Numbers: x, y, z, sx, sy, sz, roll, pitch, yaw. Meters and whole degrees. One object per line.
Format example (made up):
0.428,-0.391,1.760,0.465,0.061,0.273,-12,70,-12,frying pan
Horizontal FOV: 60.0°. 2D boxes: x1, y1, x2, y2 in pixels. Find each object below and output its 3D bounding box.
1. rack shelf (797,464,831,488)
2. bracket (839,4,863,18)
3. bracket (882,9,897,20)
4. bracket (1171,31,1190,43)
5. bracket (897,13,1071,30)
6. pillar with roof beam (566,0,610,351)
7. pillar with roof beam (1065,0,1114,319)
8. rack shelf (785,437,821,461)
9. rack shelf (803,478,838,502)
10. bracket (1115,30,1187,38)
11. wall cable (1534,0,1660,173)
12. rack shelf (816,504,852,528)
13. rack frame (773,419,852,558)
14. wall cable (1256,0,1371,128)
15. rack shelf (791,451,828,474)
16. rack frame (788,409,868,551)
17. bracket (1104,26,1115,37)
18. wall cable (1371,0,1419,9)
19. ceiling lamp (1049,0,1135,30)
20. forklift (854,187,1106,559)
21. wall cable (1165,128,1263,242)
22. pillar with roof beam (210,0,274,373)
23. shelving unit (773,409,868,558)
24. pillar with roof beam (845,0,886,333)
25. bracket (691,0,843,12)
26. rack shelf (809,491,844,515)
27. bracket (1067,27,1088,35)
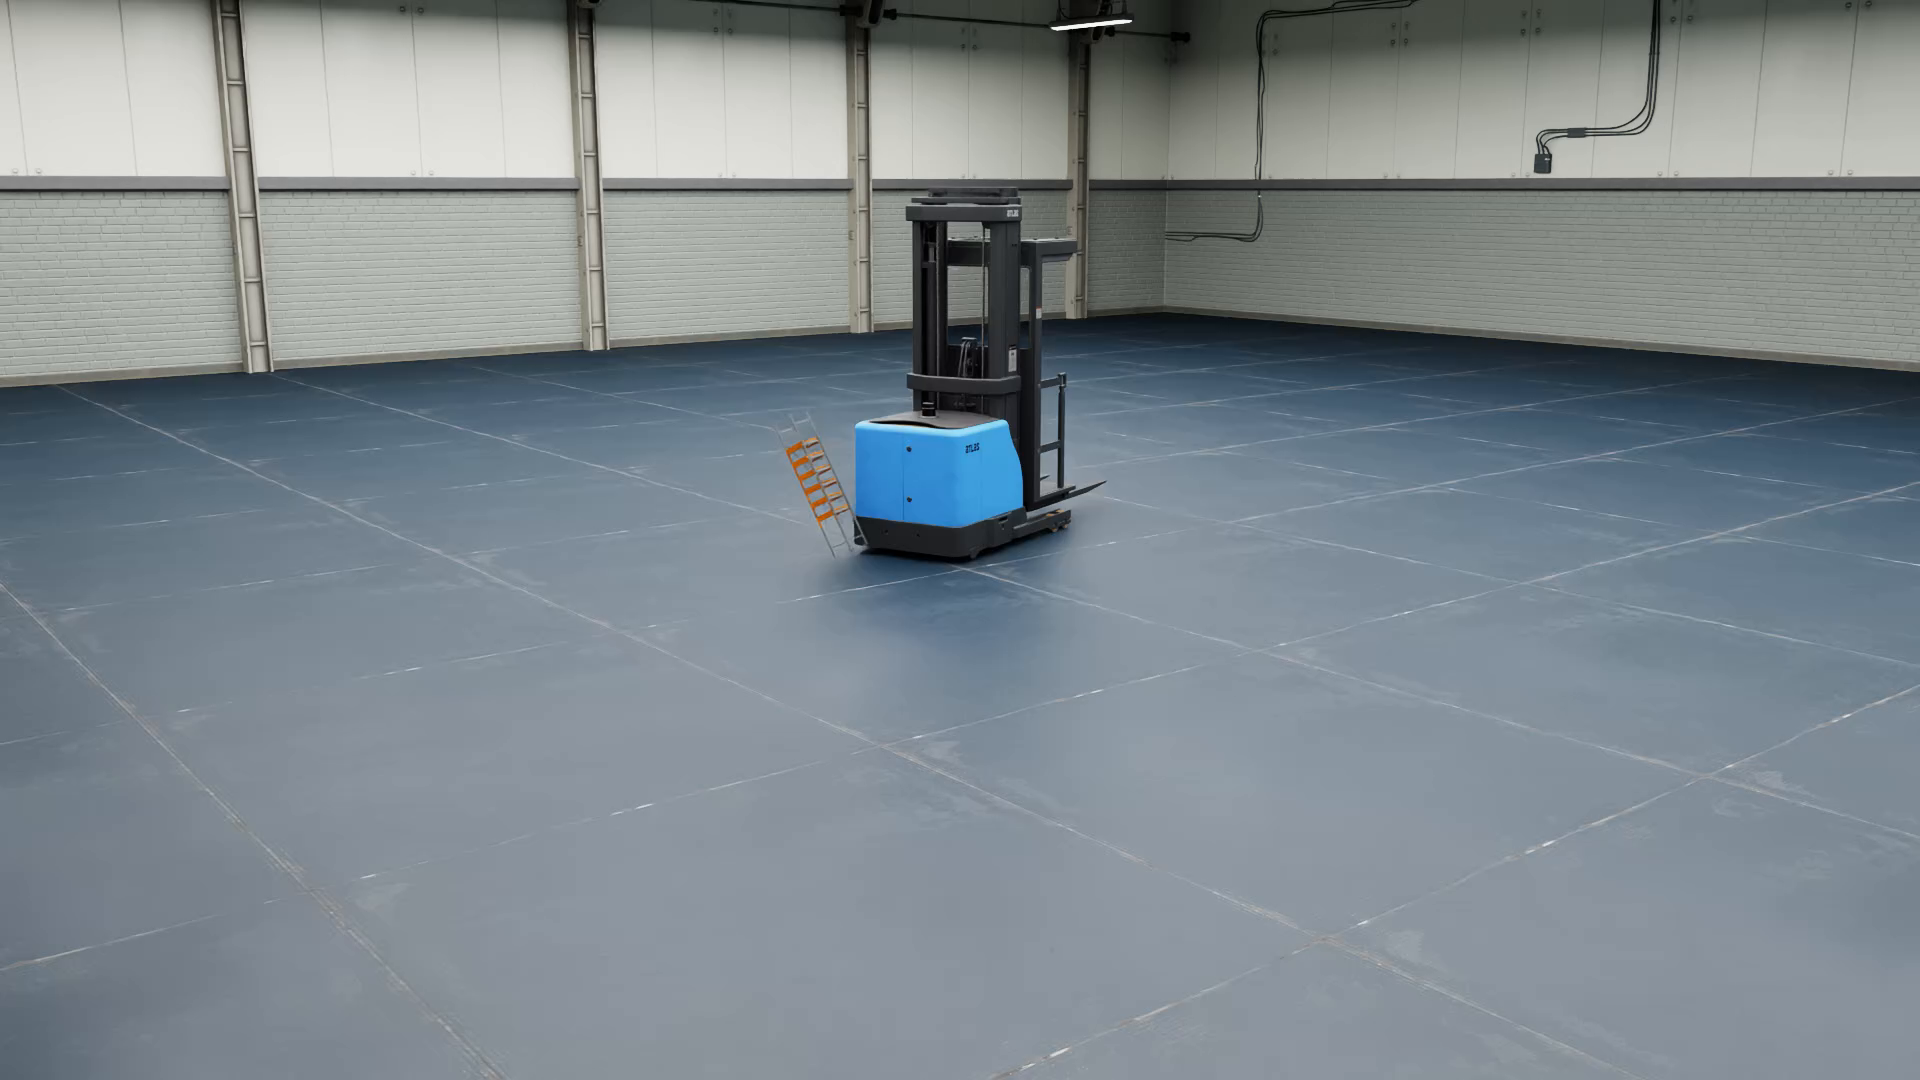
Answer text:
-1.163,-0.525,13.467,0.180,0.103,0.258,-25,-1,34,rack shelf
-2.132,-10.348,32.531,0.430,0.232,0.235,-9,15,-38,bracket
-1.484,-10.456,33.038,0.430,0.232,0.235,-9,15,-38,bracket
5.052,-11.542,38.153,0.430,0.232,0.235,-9,15,-38,bracket
0.542,-10.792,34.623,4.783,0.066,0.076,-9,15,-38,bracket
-4.025,-7.222,26.474,0.548,9.000,9.100,-9,15,-38,pillar with roof beam
5.345,-8.779,33.807,0.548,9.000,9.100,-9,15,-38,pillar with roof beam
-1.262,-0.743,13.471,0.180,0.103,0.258,-25,-1,34,rack shelf
-1.113,-0.416,13.466,0.180,0.103,0.258,-25,-1,34,rack shelf
4.591,-11.465,37.792,3.189,0.066,0.076,-9,15,-38,bracket
11.700,-9.767,30.272,0.169,6.003,2.305,-9,15,-38,wall cable
-1.013,-0.198,13.462,0.180,0.103,0.258,-25,-1,34,rack shelf
-1.200,-0.424,13.518,0.006,1.200,0.240,-25,-1,34,rack frame
7.472,-10.158,35.618,0.112,2.526,3.097,-9,15,-38,wall cable
-1.212,-0.634,13.469,0.180,0.103,0.258,-25,-1,34,rack shelf
-1.063,-0.488,13.414,0.006,1.200,0.240,-25,-1,34,rack frame
3.202,-11.234,36.704,0.430,0.232,0.235,-9,15,-38,bracket
9.405,-11.881,32.781,0.112,2.526,3.097,-9,15,-38,wall cable
2.605,-11.061,30.500,0.800,3.185,2.000,-9,15,-38,ceiling lamp
0.321,-1.545,14.347,1.130,2.935,3.031,7,14,30,forklift
5.782,-8.126,38.208,0.112,2.526,3.097,-9,15,-38,wall cable
-8.710,-6.443,22.808,0.400,9.000,9.100,-9,15,-38,pillar with roof beam
-1.131,-0.456,13.466,0.189,1.200,0.258,-25,-1,34,shelving unit
0.660,-8.000,30.141,0.548,9.000,9.100,-9,15,-38,pillar with roof beam
-4.144,-10.014,30.956,4.783,0.066,0.076,-9,15,-38,bracket
-1.063,-0.307,13.464,0.180,0.103,0.258,-25,-1,34,rack shelf
2.553,-11.127,36.197,0.430,0.232,0.235,-9,15,-38,bracket
